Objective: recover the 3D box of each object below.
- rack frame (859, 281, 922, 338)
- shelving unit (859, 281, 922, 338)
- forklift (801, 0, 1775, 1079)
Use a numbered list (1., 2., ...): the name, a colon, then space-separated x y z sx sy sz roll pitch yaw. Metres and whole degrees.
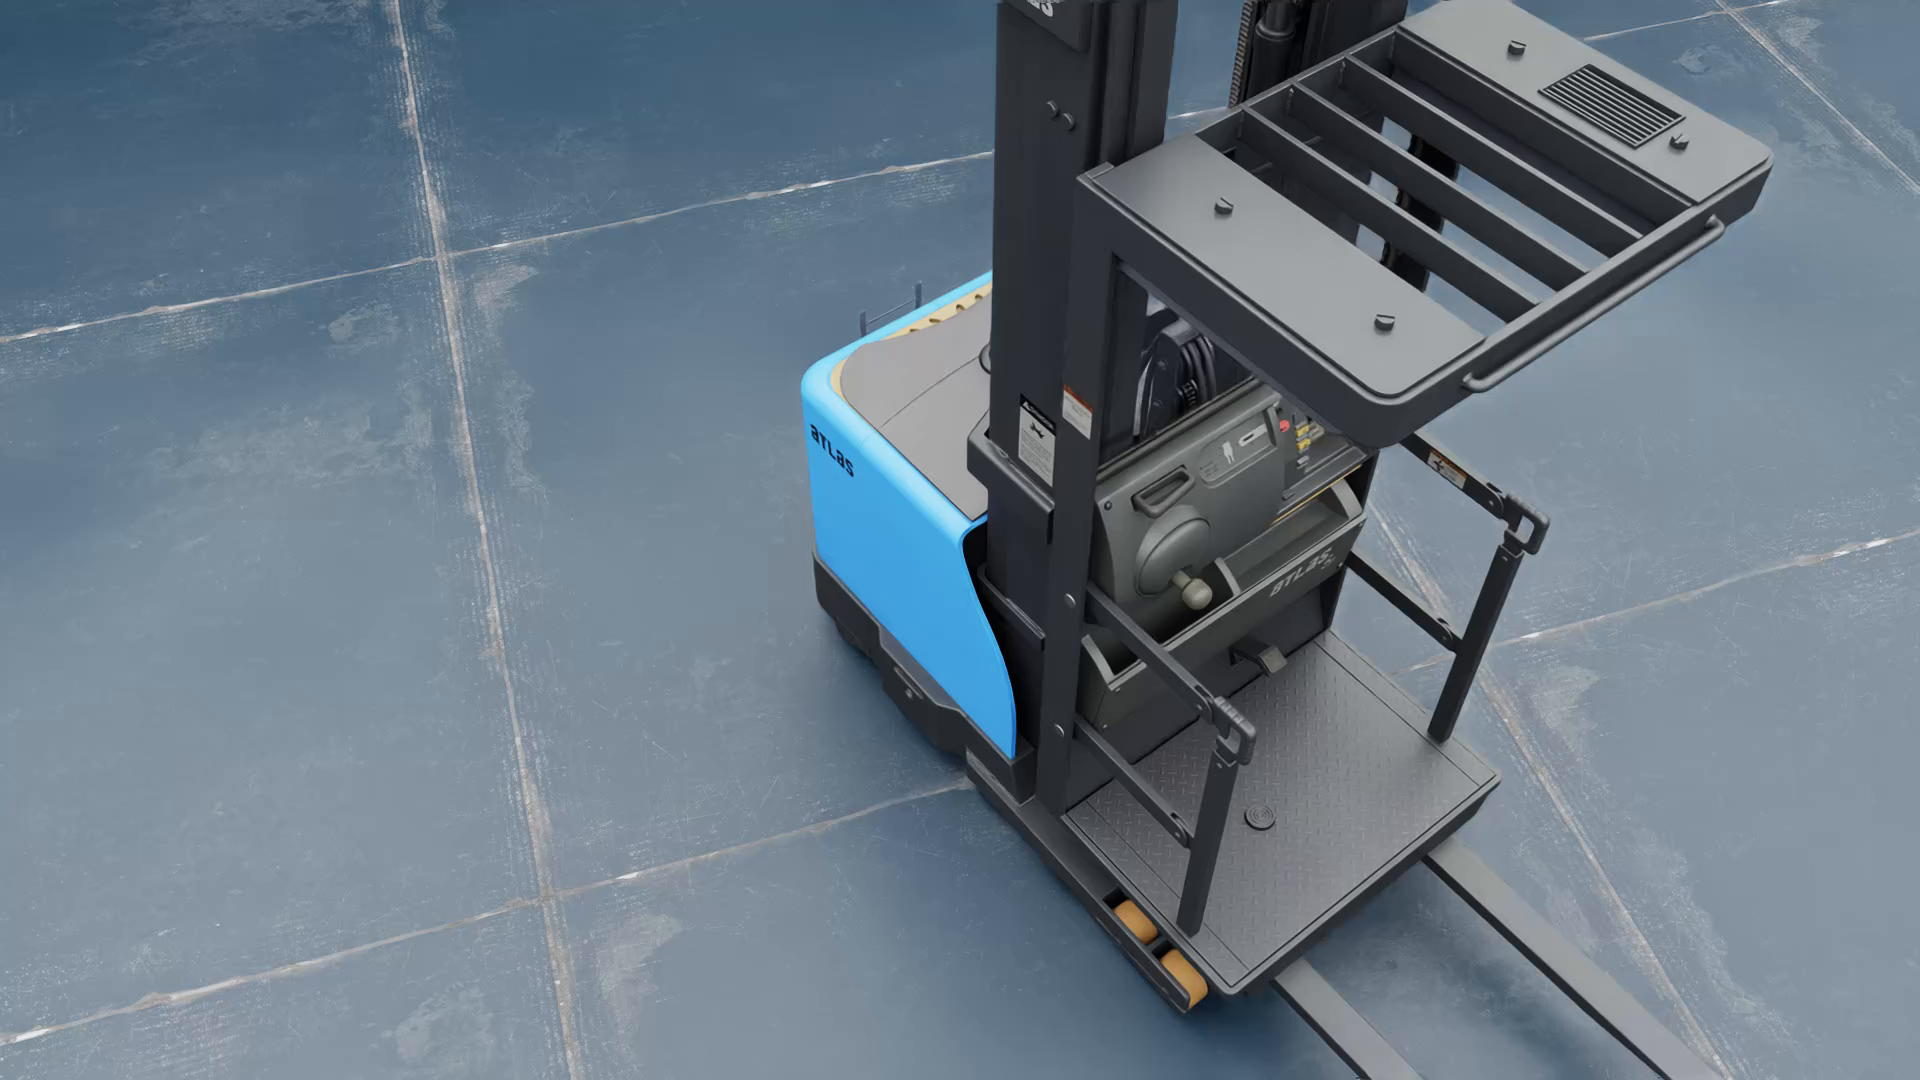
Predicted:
1. rack frame: -0.217 -0.473 5.560 0.240 0.900 0.006 -31 56 -23
2. shelving unit: -0.155 -0.412 5.508 0.258 0.900 0.210 -31 56 -23
3. forklift: 0.829 -0.076 3.897 1.130 2.935 3.031 -31 56 -23
